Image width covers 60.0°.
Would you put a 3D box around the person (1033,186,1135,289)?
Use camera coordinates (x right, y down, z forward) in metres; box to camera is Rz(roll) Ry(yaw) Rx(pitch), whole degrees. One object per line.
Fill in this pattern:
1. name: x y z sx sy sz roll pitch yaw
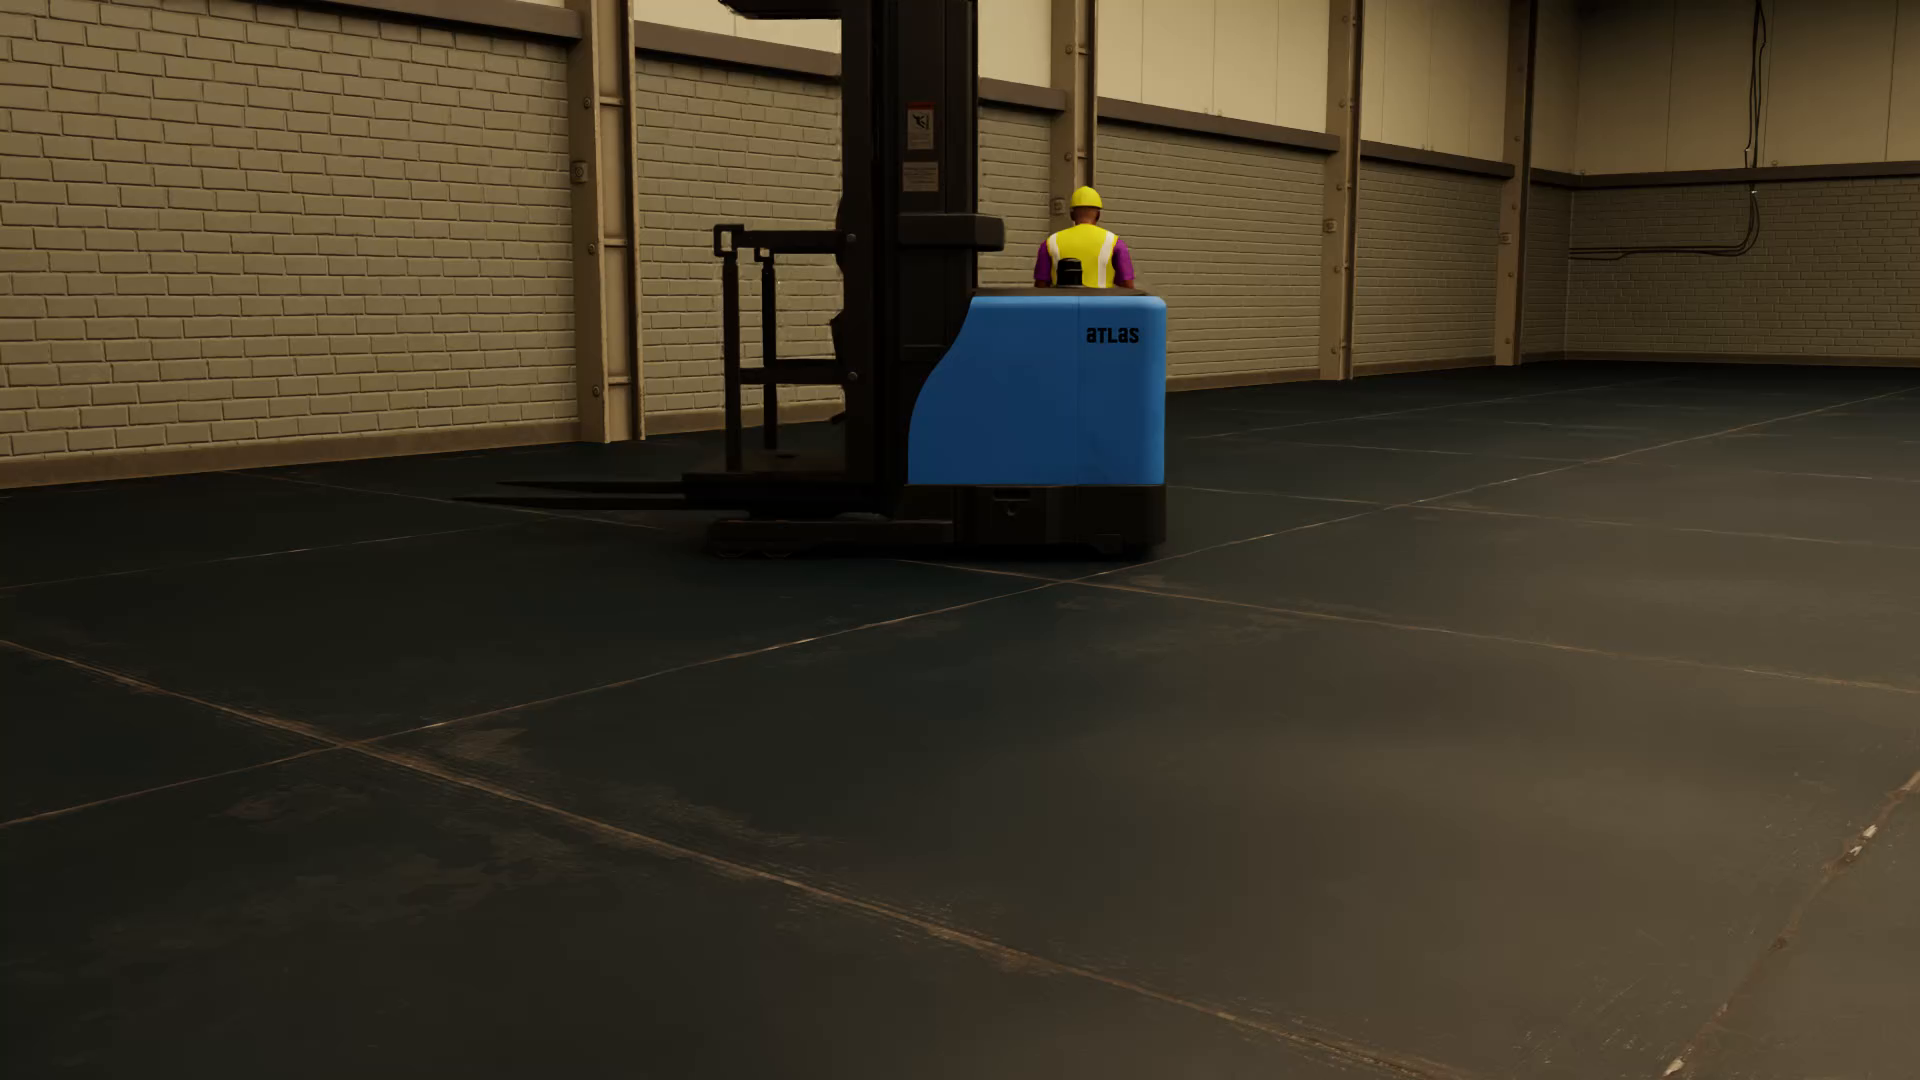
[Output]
1. person: 0.798 -1.324 10.496 0.653 1.779 0.499 2 9 15

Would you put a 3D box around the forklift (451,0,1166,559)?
1. forklift: -0.645 -1.447 7.169 3.031 2.935 1.130 0 8 2
